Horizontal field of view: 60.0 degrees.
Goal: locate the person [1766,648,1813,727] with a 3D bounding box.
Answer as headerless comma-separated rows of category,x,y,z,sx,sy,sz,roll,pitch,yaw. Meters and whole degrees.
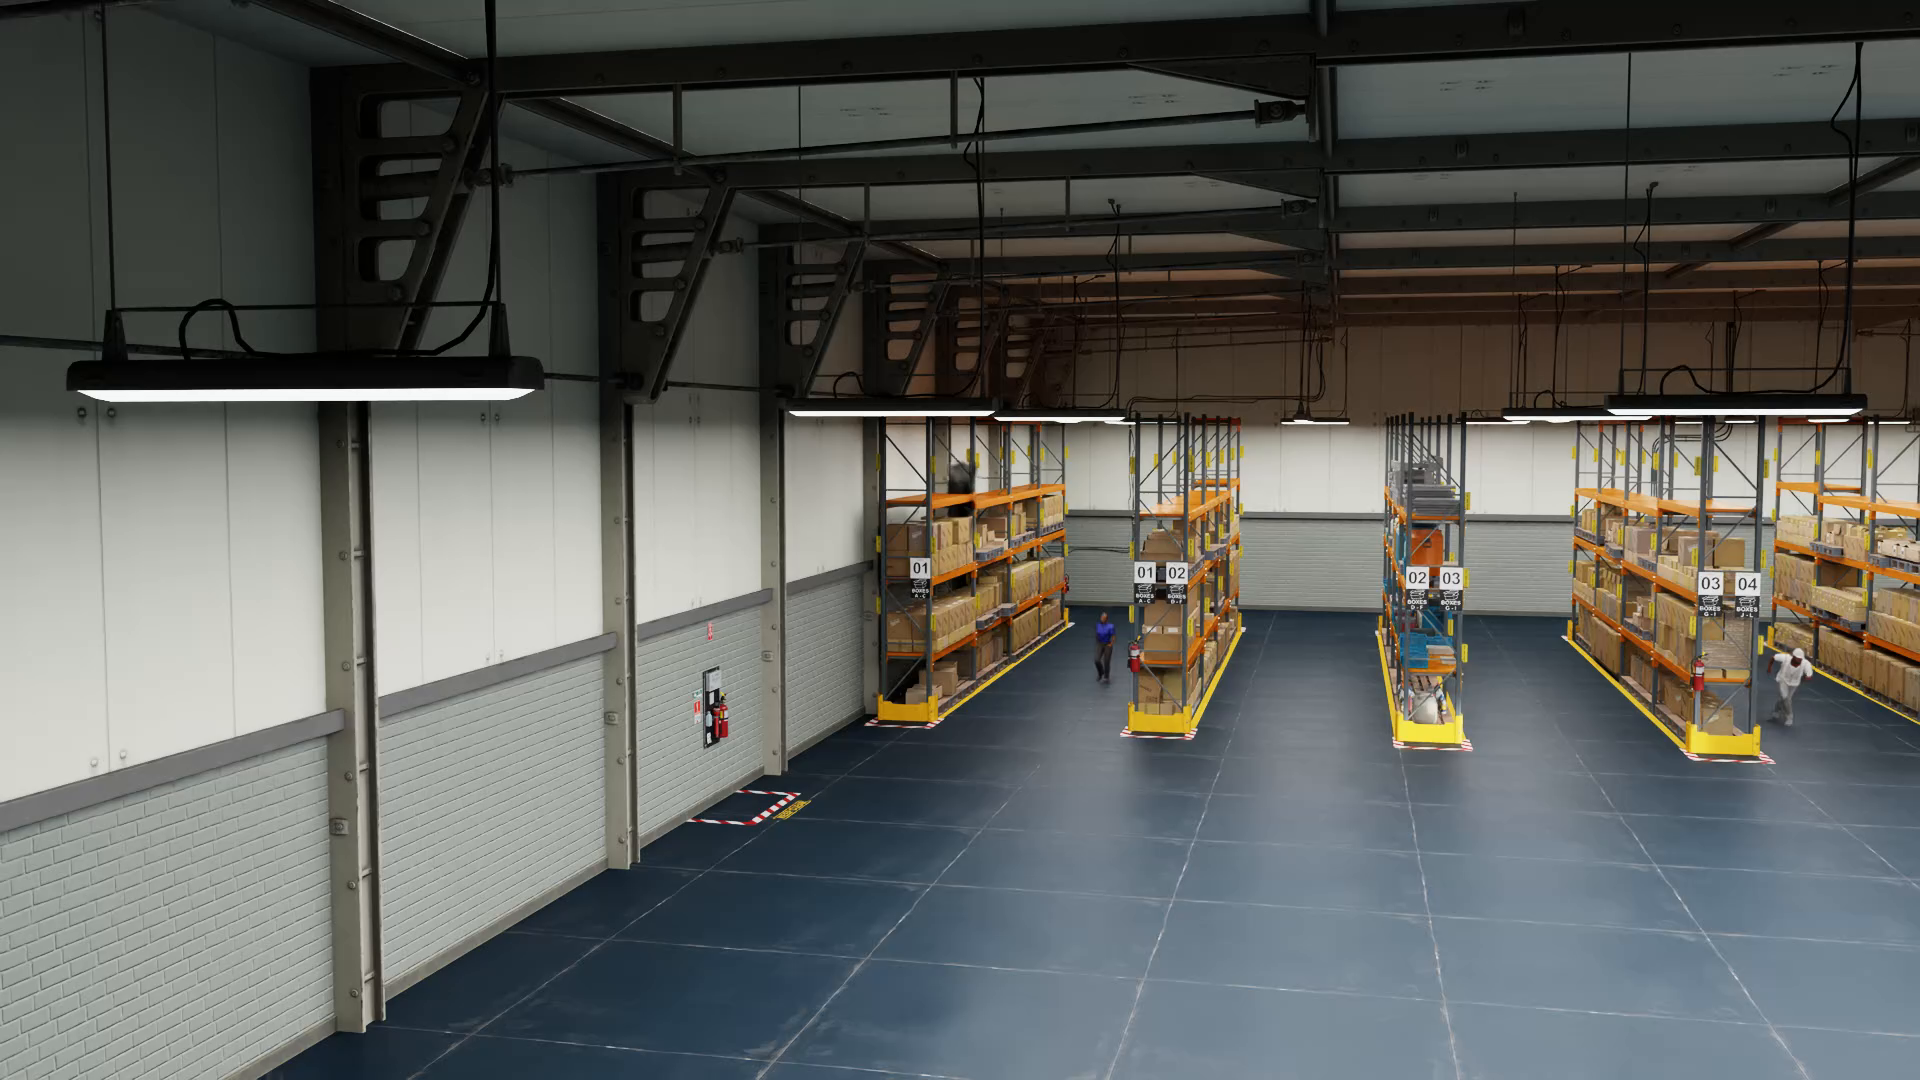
person,15.986,2.800,32.091,0.692,1.540,1.161,1,4,9

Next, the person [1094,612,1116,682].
person,3.219,2.404,37.064,0.558,1.608,0.773,1,4,18
